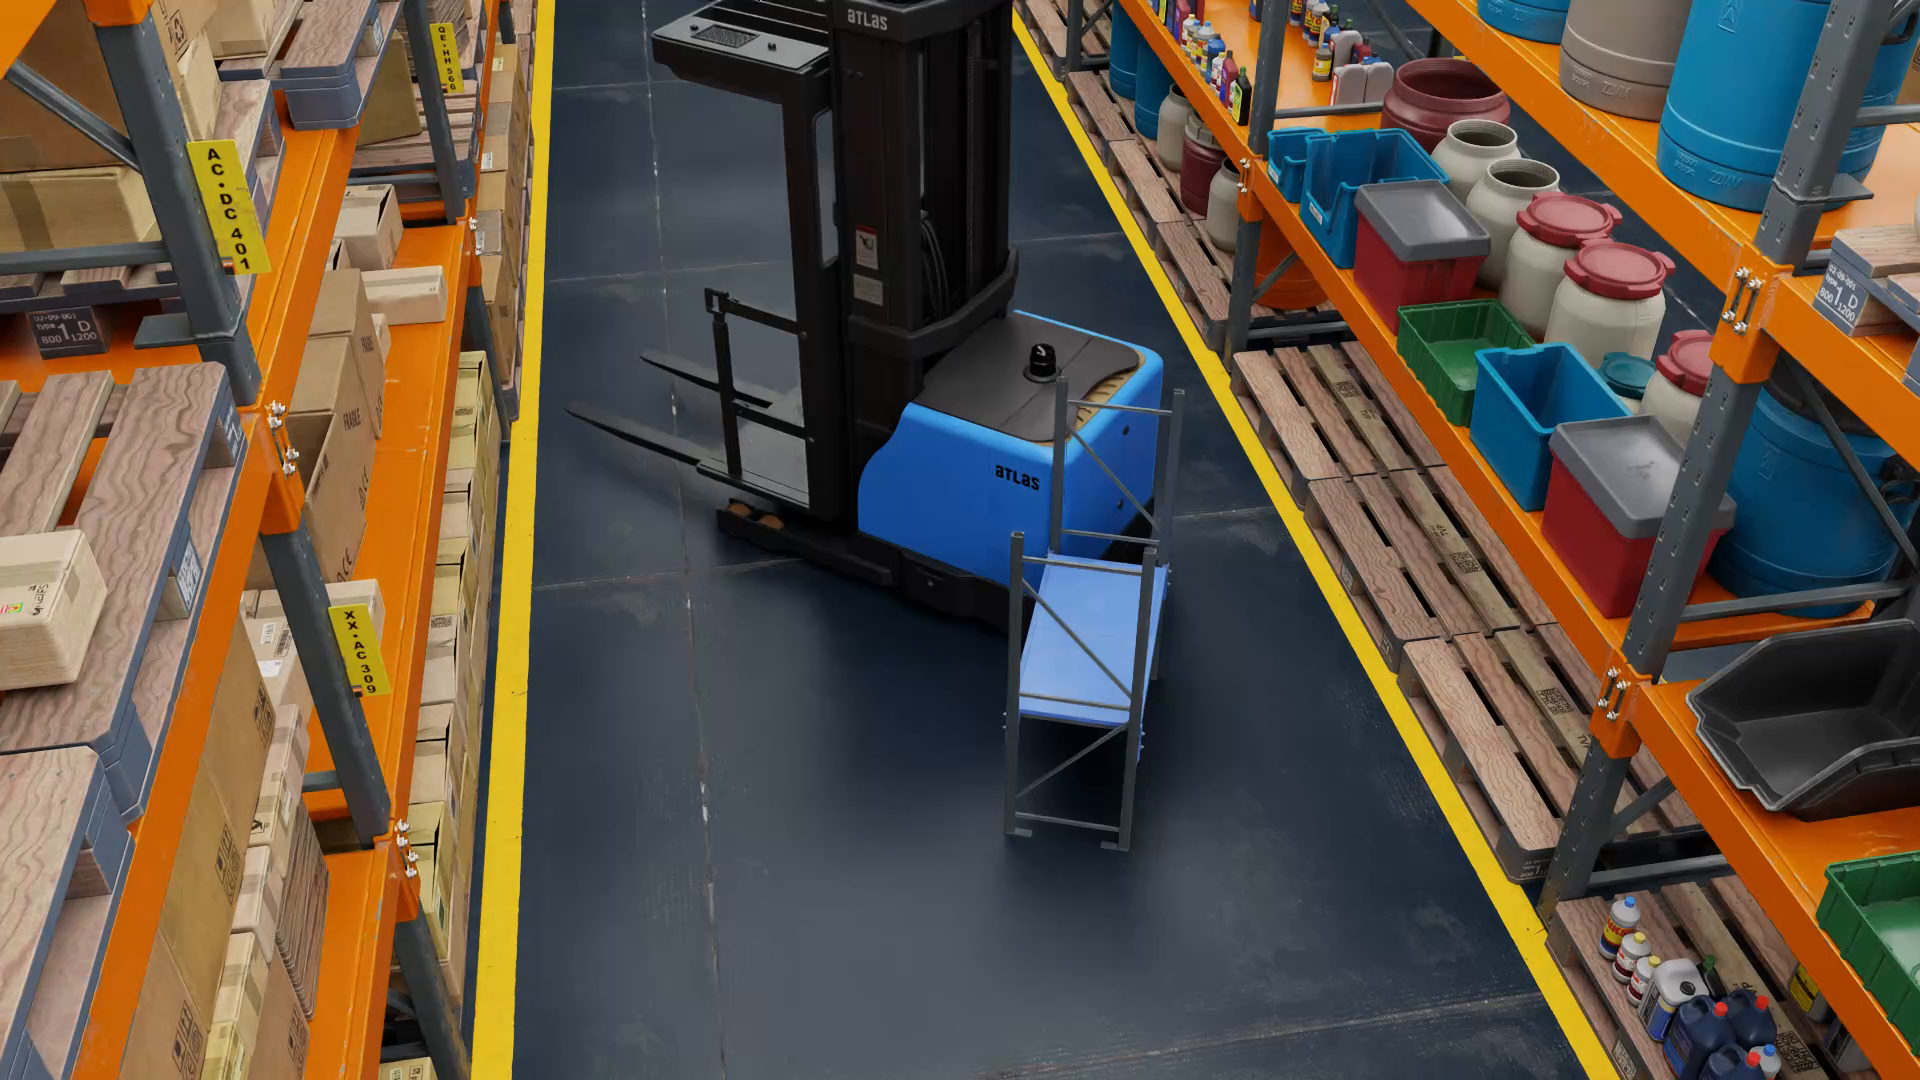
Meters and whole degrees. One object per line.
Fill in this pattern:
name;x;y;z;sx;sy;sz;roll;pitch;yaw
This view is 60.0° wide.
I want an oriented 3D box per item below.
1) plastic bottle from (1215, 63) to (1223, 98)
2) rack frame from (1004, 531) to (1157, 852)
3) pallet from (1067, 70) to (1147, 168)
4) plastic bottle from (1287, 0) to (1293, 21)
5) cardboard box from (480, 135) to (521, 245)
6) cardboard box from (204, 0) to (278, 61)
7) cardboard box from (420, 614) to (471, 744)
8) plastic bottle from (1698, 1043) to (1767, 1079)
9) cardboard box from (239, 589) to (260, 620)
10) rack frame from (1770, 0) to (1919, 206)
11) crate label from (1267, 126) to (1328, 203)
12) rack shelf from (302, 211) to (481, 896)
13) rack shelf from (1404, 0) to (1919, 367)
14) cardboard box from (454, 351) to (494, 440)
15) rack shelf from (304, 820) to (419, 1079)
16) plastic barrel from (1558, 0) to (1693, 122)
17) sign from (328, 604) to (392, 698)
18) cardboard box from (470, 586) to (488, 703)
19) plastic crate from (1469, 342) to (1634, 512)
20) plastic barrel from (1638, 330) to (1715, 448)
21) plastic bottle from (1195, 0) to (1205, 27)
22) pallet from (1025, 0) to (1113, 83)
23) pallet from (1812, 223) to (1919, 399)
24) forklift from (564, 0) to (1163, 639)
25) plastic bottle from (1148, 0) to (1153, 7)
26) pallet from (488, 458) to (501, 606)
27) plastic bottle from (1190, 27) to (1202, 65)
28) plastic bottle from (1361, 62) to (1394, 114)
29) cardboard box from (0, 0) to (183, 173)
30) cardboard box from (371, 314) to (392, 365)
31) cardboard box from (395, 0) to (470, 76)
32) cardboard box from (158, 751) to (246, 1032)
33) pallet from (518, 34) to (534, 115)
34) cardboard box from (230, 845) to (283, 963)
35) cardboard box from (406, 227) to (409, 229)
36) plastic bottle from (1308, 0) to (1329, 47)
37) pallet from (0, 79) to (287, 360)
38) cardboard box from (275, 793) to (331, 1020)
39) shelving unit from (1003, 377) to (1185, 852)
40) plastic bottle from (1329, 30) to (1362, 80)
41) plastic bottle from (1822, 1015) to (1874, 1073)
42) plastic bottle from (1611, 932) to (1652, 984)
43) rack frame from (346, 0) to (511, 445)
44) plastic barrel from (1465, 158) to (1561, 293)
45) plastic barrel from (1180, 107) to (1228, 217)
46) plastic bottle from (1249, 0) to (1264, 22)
plastic bottle;1.459;-2.539;9.135;0.097;0.201;0.097;0;38;0
rack frame;0.423;0.601;6.154;0.500;1.500;0.032;7;38;9
pallet;1.386;-3.052;11.907;1.003;0.211;1.213;-6;38;-8
plastic bottle;1.992;-3.293;10.044;0.152;0.276;0.135;-6;38;-8
cardboard box;-2.960;-2.103;10.091;0.500;0.500;0.500;-7;38;-9
cardboard box;-2.458;-1.714;5.246;0.500;0.250;0.500;-9;39;-12
cardboard box;-2.185;0.545;6.445;0.500;0.311;0.500;-7;38;-9
plastic bottle;2.460;1.727;5.283;0.144;0.351;0.185;-8;39;-10
cardboard box;-2.518;0.280;5.454;0.396;0.266;0.258;-7;38;-9
rack frame;2.694;-2.161;3.597;1.000;3.000;0.127;-6;38;-8
crate label;1.698;-1.847;8.219;0.303;0.233;0.416;-6;38;-8
rack shelf;-2.534;-0.185;6.530;1.077;0.370;4.000;-6;38;-8
rack shelf;2.343;-1.900;6.292;1.077;0.370;4.000;-6;38;-8
cardboard box;-2.550;-0.689;8.034;0.500;0.311;0.500;-5;38;-7
rack shelf;-1.833;2.231;3.420;1.077;0.370;4.000;-6;38;-8
plastic barrel;2.276;-1.853;5.237;0.600;0.901;0.600;0;38;0
sign;-1.637;0.305;4.542;0.100;0.325;0.005;-6;38;-8
cardboard box;-2.280;0.460;7.012;0.500;0.250;0.500;-6;38;-7
plastic crate;2.194;-0.418;6.257;0.392;0.384;0.575;-6;38;-8
plastic barrel;2.742;-0.447;6.170;0.433;0.535;0.433;0;38;0
plastic bottle;1.411;-3.178;9.890;0.061;0.283;0.133;-6;38;-8
pallet;1.124;-3.963;13.079;1.003;0.211;1.213;-6;38;-8
pallet;2.917;-0.477;4.027;1.213;0.211;1.003;-6;38;-8
forklift;-0.597;-1.368;7.522;3.031;2.935;1.130;20;42;24
plastic bottle;1.211;-3.421;10.214;0.097;0.271;0.097;0;38;0
pallet;-2.779;-0.075;8.074;1.003;0.211;1.213;-6;38;-8
plastic bottle;1.374;-2.833;9.513;0.097;0.201;0.097;0;38;0
plastic bottle;2.235;-2.455;8.966;0.152;0.276;0.135;-6;38;-8
cardboard box;-2.253;-1.225;4.006;0.500;0.500;0.500;-6;38;-7
cardboard box;-2.606;-0.814;6.957;0.380;0.149;0.250;-4;38;-5
cardboard box;-3.078;-2.824;8.916;0.700;0.500;0.500;0;38;1
cardboard box;-2.009;0.759;3.589;0.700;0.500;0.500;-6;38;-8
pallet;-3.705;-3.407;12.364;1.003;0.211;1.213;-6;38;-8
cardboard box;-1.835;0.892;3.947;0.380;0.149;0.250;-7;38;-9
cardboard box;-3.280;-1.404;9.191;0.500;0.500;0.500;-5;38;-6
plastic bottle;2.097;-3.026;9.704;0.097;0.271;0.097;0;38;0
pallet;-2.351;-0.902;4.577;0.805;0.209;1.217;-8;39;-10
cardboard box;-2.099;0.966;4.379;0.700;0.500;0.500;-7;38;-9
shelving unit;0.524;0.295;6.548;0.538;1.500;1.048;7;38;9
plastic bottle;2.154;-2.735;9.326;0.152;0.276;0.135;-6;38;-8
plastic bottle;2.983;1.615;5.488;0.152;0.276;0.135;-6;38;-8
plastic bottle;2.336;1.440;5.773;0.097;0.201;0.097;0;38;0
rack frame;-2.885;-1.677;7.864;1.000;3.000;0.127;-6;38;-8
plastic barrel;2.457;-1.399;7.415;0.421;0.512;0.421;0;38;0
plastic barrel;1.692;-2.397;10.414;0.600;0.588;0.708;-6;38;-8
plastic bottle;1.842;-3.321;10.020;0.144;0.351;0.185;-6;38;-8
